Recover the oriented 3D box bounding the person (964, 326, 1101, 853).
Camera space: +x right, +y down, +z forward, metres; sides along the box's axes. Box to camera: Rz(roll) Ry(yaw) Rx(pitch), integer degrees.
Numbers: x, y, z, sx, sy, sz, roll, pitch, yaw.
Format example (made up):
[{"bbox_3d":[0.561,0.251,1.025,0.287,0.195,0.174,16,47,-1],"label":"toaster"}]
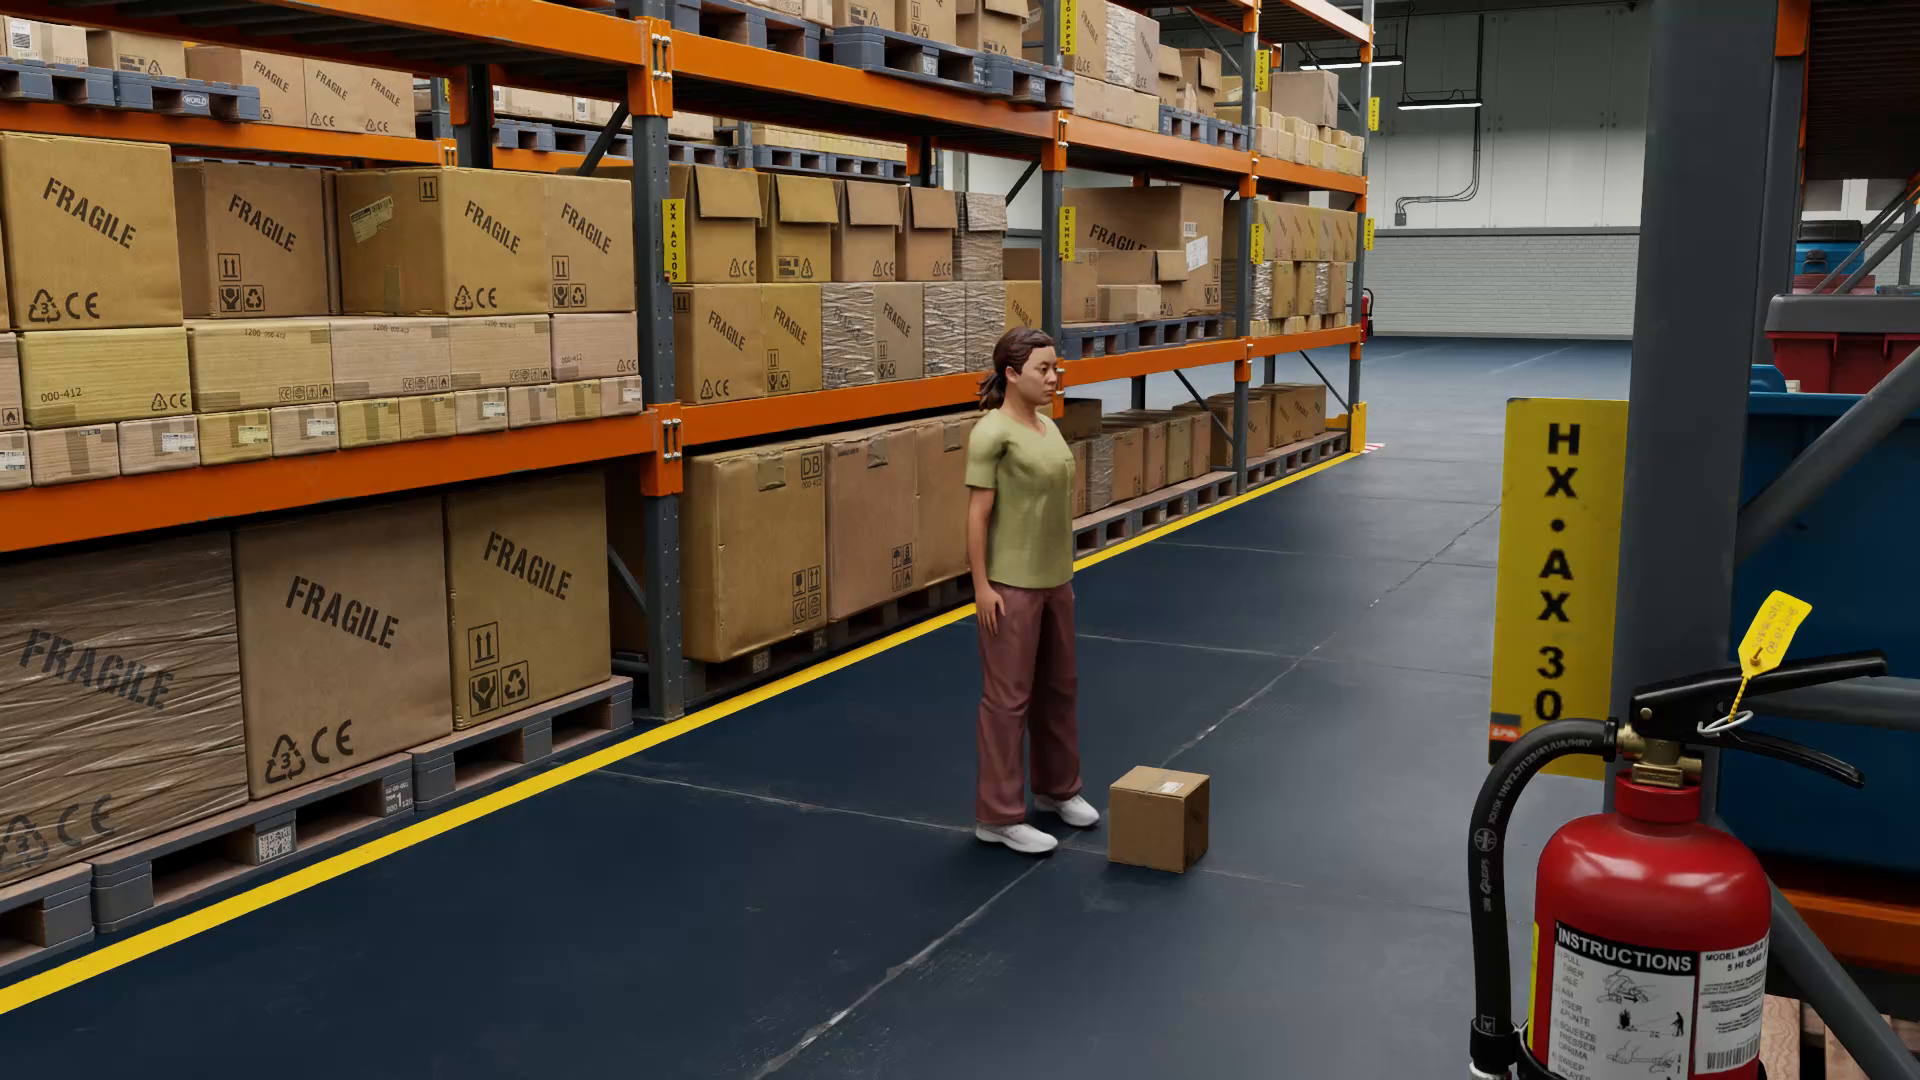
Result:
[{"bbox_3d":[0.236,0.148,5.434,0.396,1.679,0.521,7,11,36],"label":"person"}]
